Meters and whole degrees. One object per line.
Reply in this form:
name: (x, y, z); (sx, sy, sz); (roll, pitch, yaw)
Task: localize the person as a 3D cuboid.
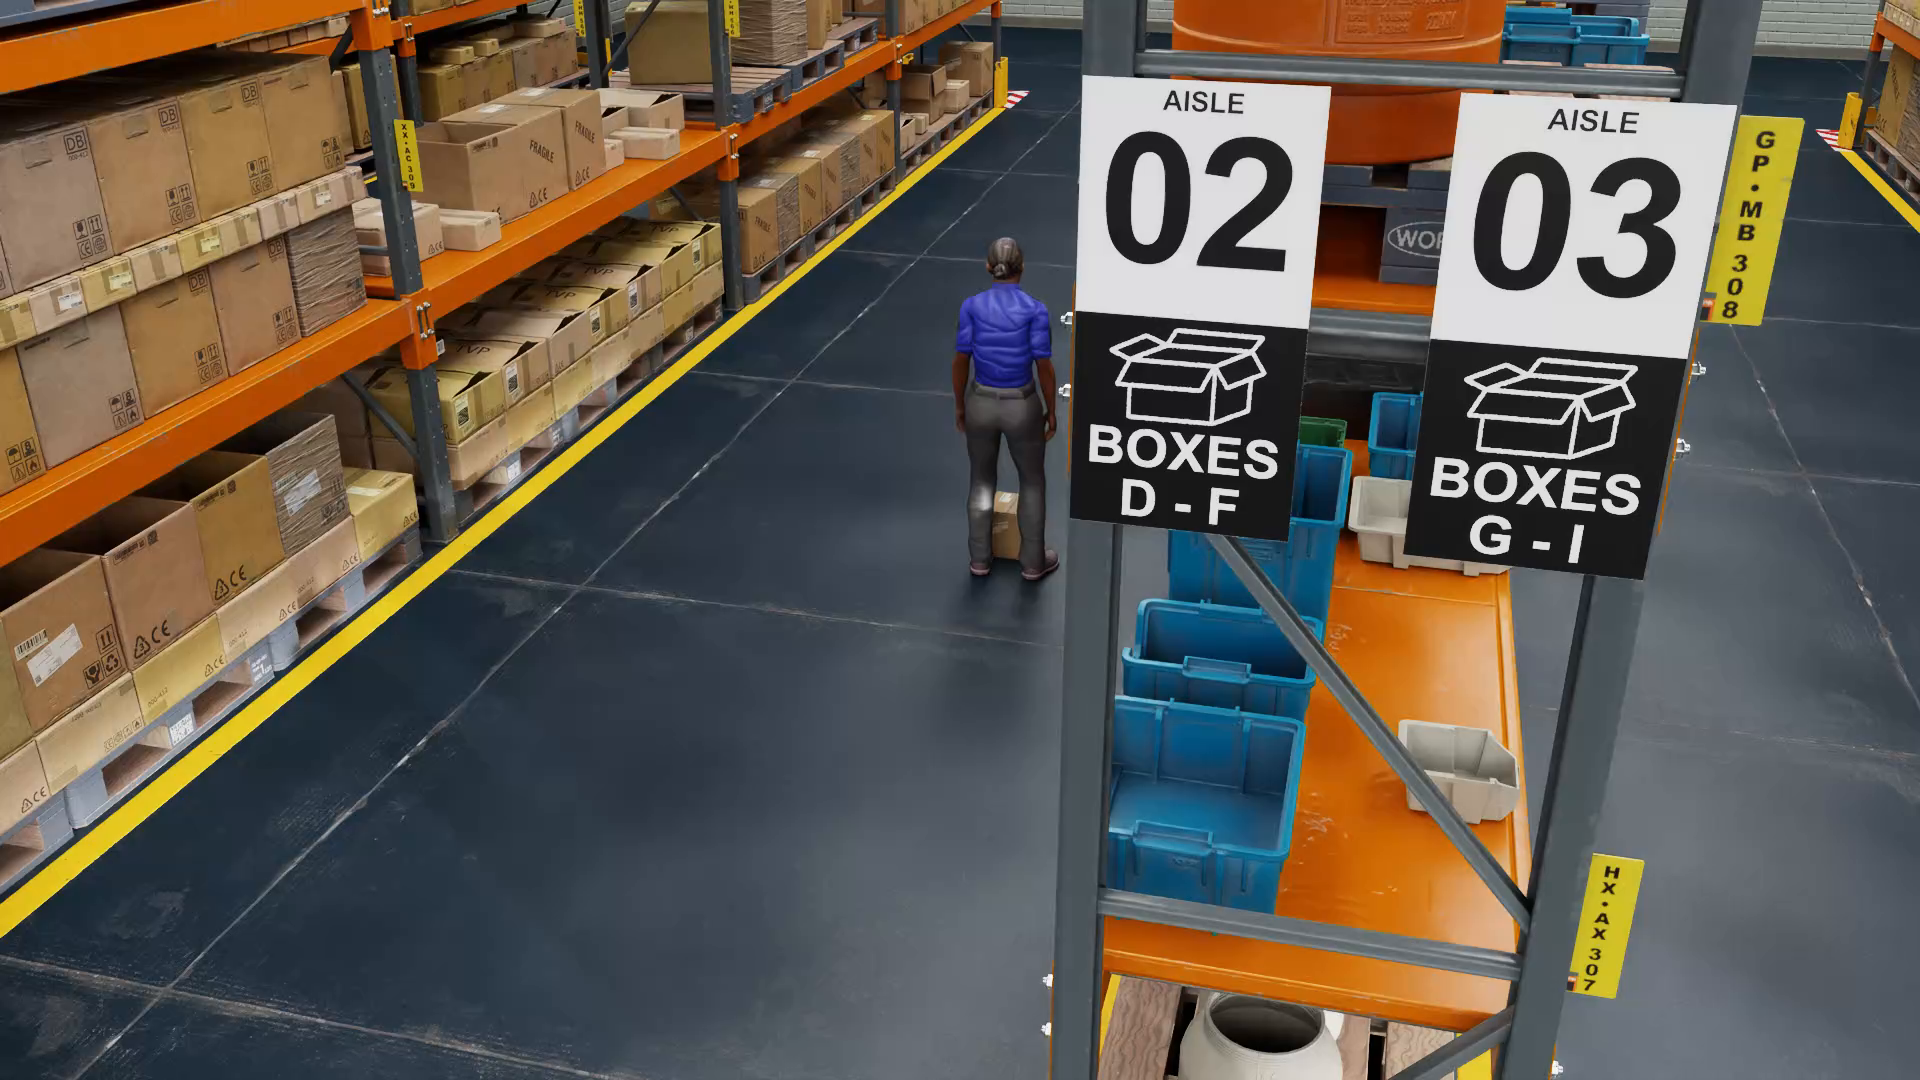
person: (0.221, -0.601, 7.892); (0.512, 1.640, 0.352); (6, 26, 13)
